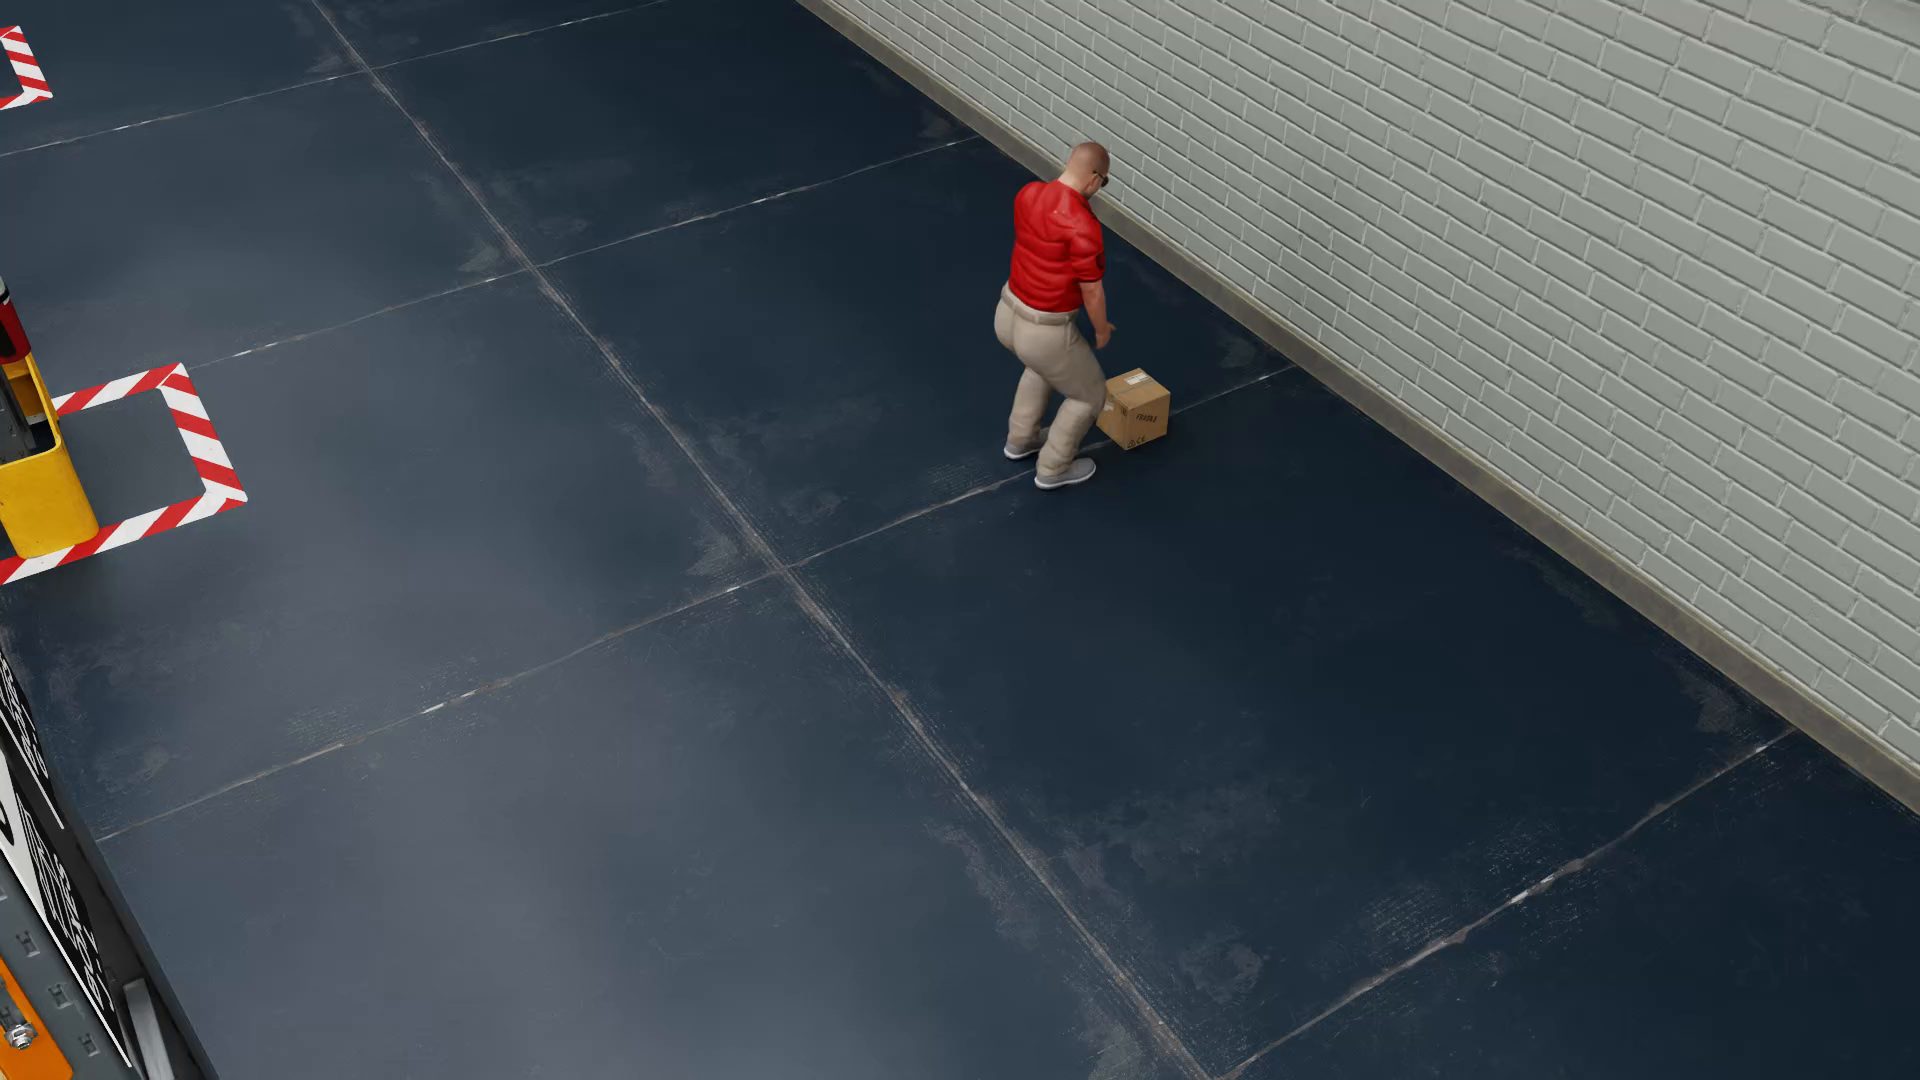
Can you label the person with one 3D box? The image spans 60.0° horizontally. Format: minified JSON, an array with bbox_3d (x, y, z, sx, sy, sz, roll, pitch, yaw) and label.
[{"bbox_3d":[0.410,-0.997,7.440,0.526,1.607,0.575,-22,45,-23],"label":"person"}]
